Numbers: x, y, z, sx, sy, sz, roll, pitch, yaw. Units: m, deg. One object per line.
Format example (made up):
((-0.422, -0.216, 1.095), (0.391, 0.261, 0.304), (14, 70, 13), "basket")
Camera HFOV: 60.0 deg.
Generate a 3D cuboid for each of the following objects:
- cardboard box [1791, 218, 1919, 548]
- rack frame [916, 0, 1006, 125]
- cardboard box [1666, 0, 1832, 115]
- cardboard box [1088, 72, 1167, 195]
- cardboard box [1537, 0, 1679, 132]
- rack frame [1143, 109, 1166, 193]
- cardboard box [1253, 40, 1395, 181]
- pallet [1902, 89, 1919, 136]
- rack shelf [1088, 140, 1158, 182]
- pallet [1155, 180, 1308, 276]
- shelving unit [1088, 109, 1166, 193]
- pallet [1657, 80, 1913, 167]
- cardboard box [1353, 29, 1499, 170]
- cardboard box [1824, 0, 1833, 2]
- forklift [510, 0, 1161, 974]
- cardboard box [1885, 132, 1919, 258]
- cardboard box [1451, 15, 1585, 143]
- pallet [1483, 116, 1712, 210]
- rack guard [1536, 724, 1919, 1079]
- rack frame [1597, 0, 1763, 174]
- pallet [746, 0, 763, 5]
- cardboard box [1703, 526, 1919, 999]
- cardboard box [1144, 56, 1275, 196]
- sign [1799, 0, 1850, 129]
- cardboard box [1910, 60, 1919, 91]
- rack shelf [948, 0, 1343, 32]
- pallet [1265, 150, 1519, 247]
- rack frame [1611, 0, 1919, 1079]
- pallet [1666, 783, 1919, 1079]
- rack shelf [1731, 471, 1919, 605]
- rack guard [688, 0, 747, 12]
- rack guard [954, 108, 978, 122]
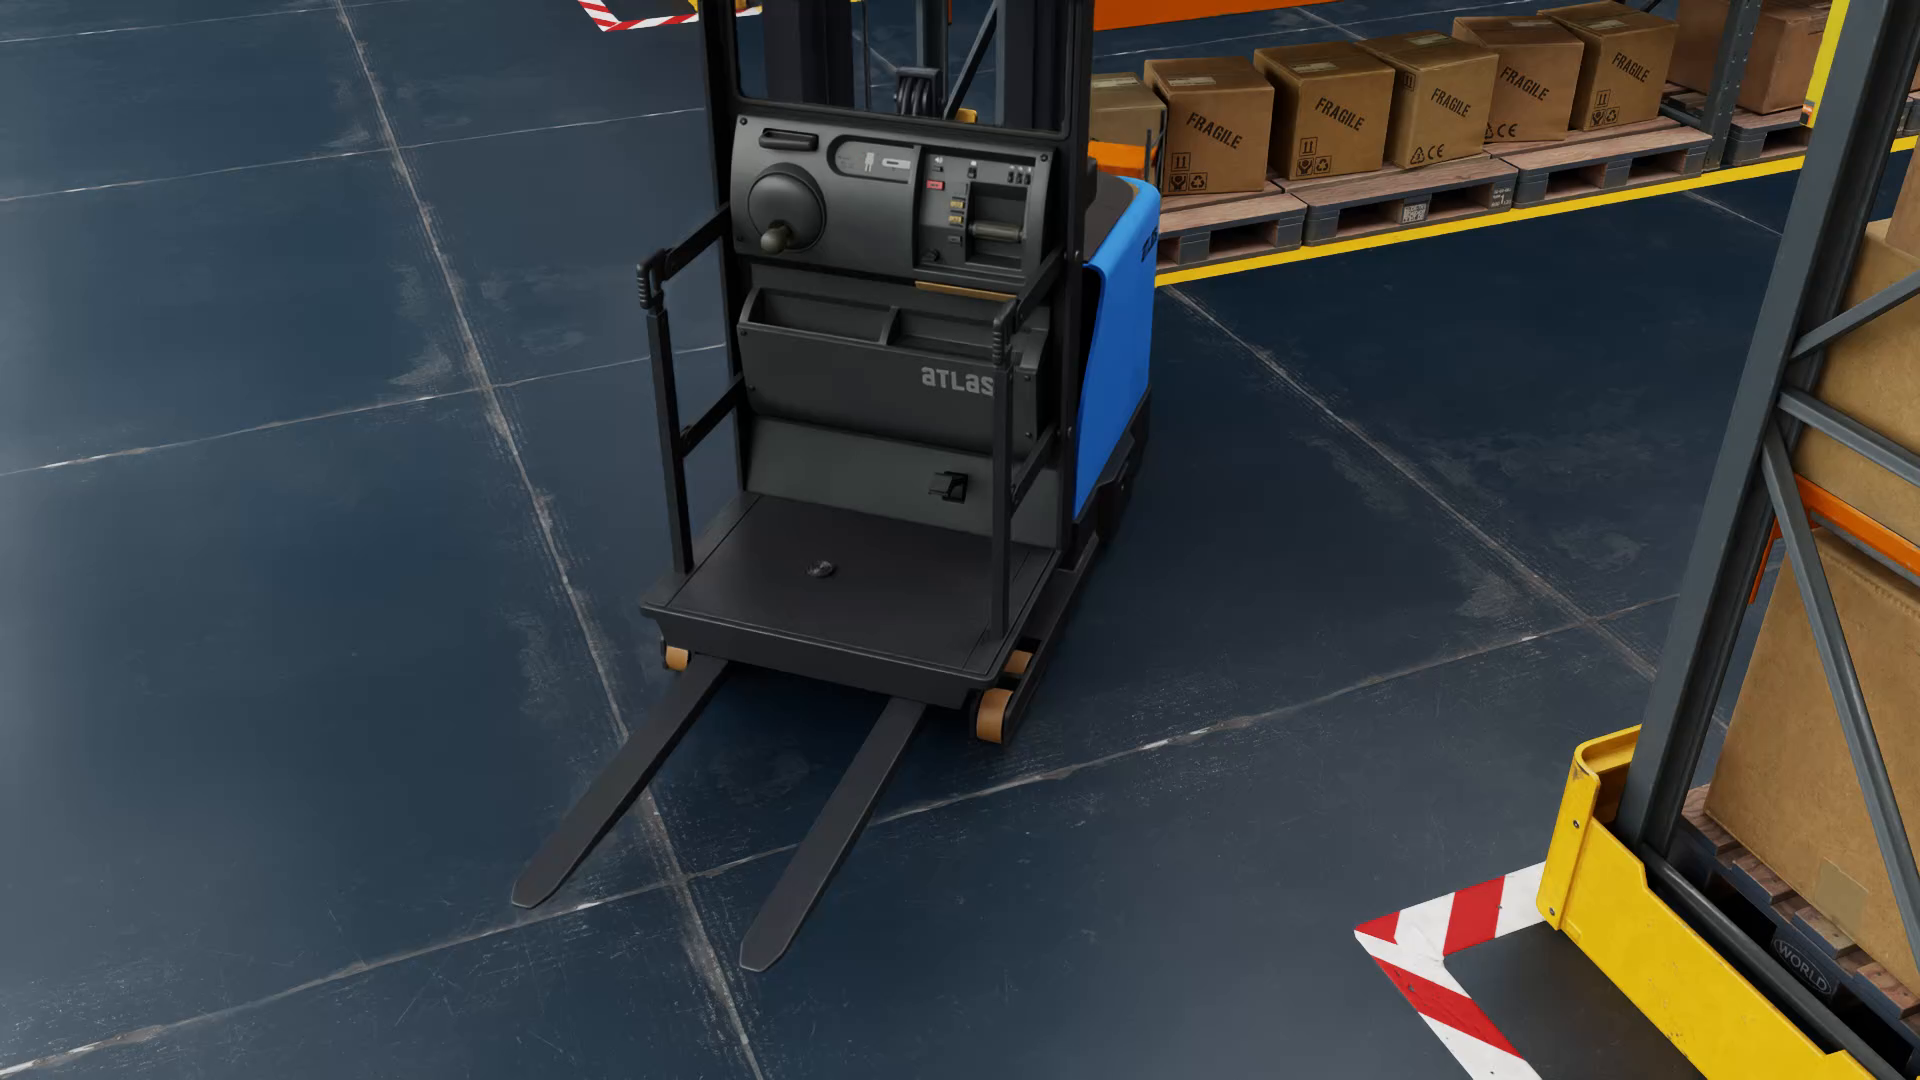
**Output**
((2.200, -0.239, 3.230), (0.550, 0.550, 0.875), (-13, 35, -19), "cardboard box")
((0.049, -2.591, 6.982), (0.127, 3.000, 1.000), (-13, 35, -19), "rack frame")
((4.311, -2.691, 9.024), (0.500, 0.500, 0.700), (-16, 36, -23), "cardboard box")
((0.631, -1.843, 7.739), (0.500, 0.500, 0.500), (-7, 34, -10), "cardboard box")
((3.353, -2.499, 8.748), (0.500, 0.500, 0.500), (-14, 36, -20), "cardboard box")
((0.681, -0.956, 6.112), (0.015, 1.200, 0.240), (10, 33, 16), "rack frame")
((1.753, -2.109, 8.148), (0.500, 0.500, 0.500), (-10, 34, -14), "cardboard box")
((5.581, -2.691, 9.693), (1.213, 0.211, 1.003), (-13, 35, -19), "pallet")
((0.453, -1.334, 5.972), (0.480, 0.148, 0.258), (10, 33, 16), "rack shelf")
((0.882, -1.592, 8.003), (1.213, 0.211, 1.003), (-13, 35, -19), "pallet")
((0.450, -0.999, 6.178), (0.503, 1.200, 0.258), (10, 33, 16), "shelving unit")
((4.454, -2.432, 9.294), (1.213, 0.211, 1.003), (-13, 35, -19), "pallet")
((2.285, -2.204, 8.294), (0.500, 0.500, 0.500), (-16, 36, -23), "cardboard box")
((4.758, -2.782, 9.164), (0.500, 0.500, 0.700), (-13, 35, -19), "cardboard box")
((-0.268, -0.888, 4.427), (1.130, 2.935, 3.031), (11, 35, 16), "forklift")
((2.233, -0.650, 2.871), (0.550, 0.550, 0.875), (-13, 35, -19), "cardboard box")
((2.827, -2.375, 8.556), (0.500, 0.500, 0.500), (-2, 33, -4), "cardboard box")
((3.131, -2.107, 8.795), (1.213, 0.211, 1.003), (-13, 35, -19), "pallet")
((1.854, 0.977, 3.790), (0.348, 0.500, 1.175), (-13, 35, -19), "rack guard")
((3.737, -3.435, 8.280), (0.127, 3.000, 1.000), (-13, 35, -19), "rack frame")
((-1.066, -4.121, 11.890), (1.213, 0.211, 1.003), (-13, 35, -19), "pallet")
((2.475, 0.463, 3.852), (0.875, 0.875, 0.875), (-13, 35, -19), "cardboard box")
((1.169, -1.986, 7.959), (0.500, 0.500, 0.500), (-4, 33, -6), "cardboard box")
((1.678, -0.936, 3.159), (0.005, 0.325, 0.100), (-13, 35, -19), "sign")
((5.274, -2.901, 9.346), (0.500, 0.500, 0.700), (-16, 36, -23), "cardboard box")
((1.893, -2.712, 7.827), (4.000, 0.370, 1.077), (-13, 35, -19), "rack shelf")
((2.005, -1.847, 8.396), (1.213, 0.211, 1.003), (-13, 35, -19), "pallet")
((1.876, -0.075, 3.116), (0.127, 3.000, 1.000), (-13, 35, -19), "rack frame")
((2.583, 0.885, 4.196), (1.213, 0.211, 1.003), (-13, 35, -19), "pallet")
((3.720, -0.196, 3.961), (4.000, 0.370, 1.077), (-13, 35, -19), "rack shelf")
((-1.817, -4.074, 11.552), (0.348, 0.500, 1.175), (-13, 35, -19), "rack guard")
((0.119, -1.559, 7.688), (0.348, 0.500, 1.175), (-13, 35, -19), "rack guard")
